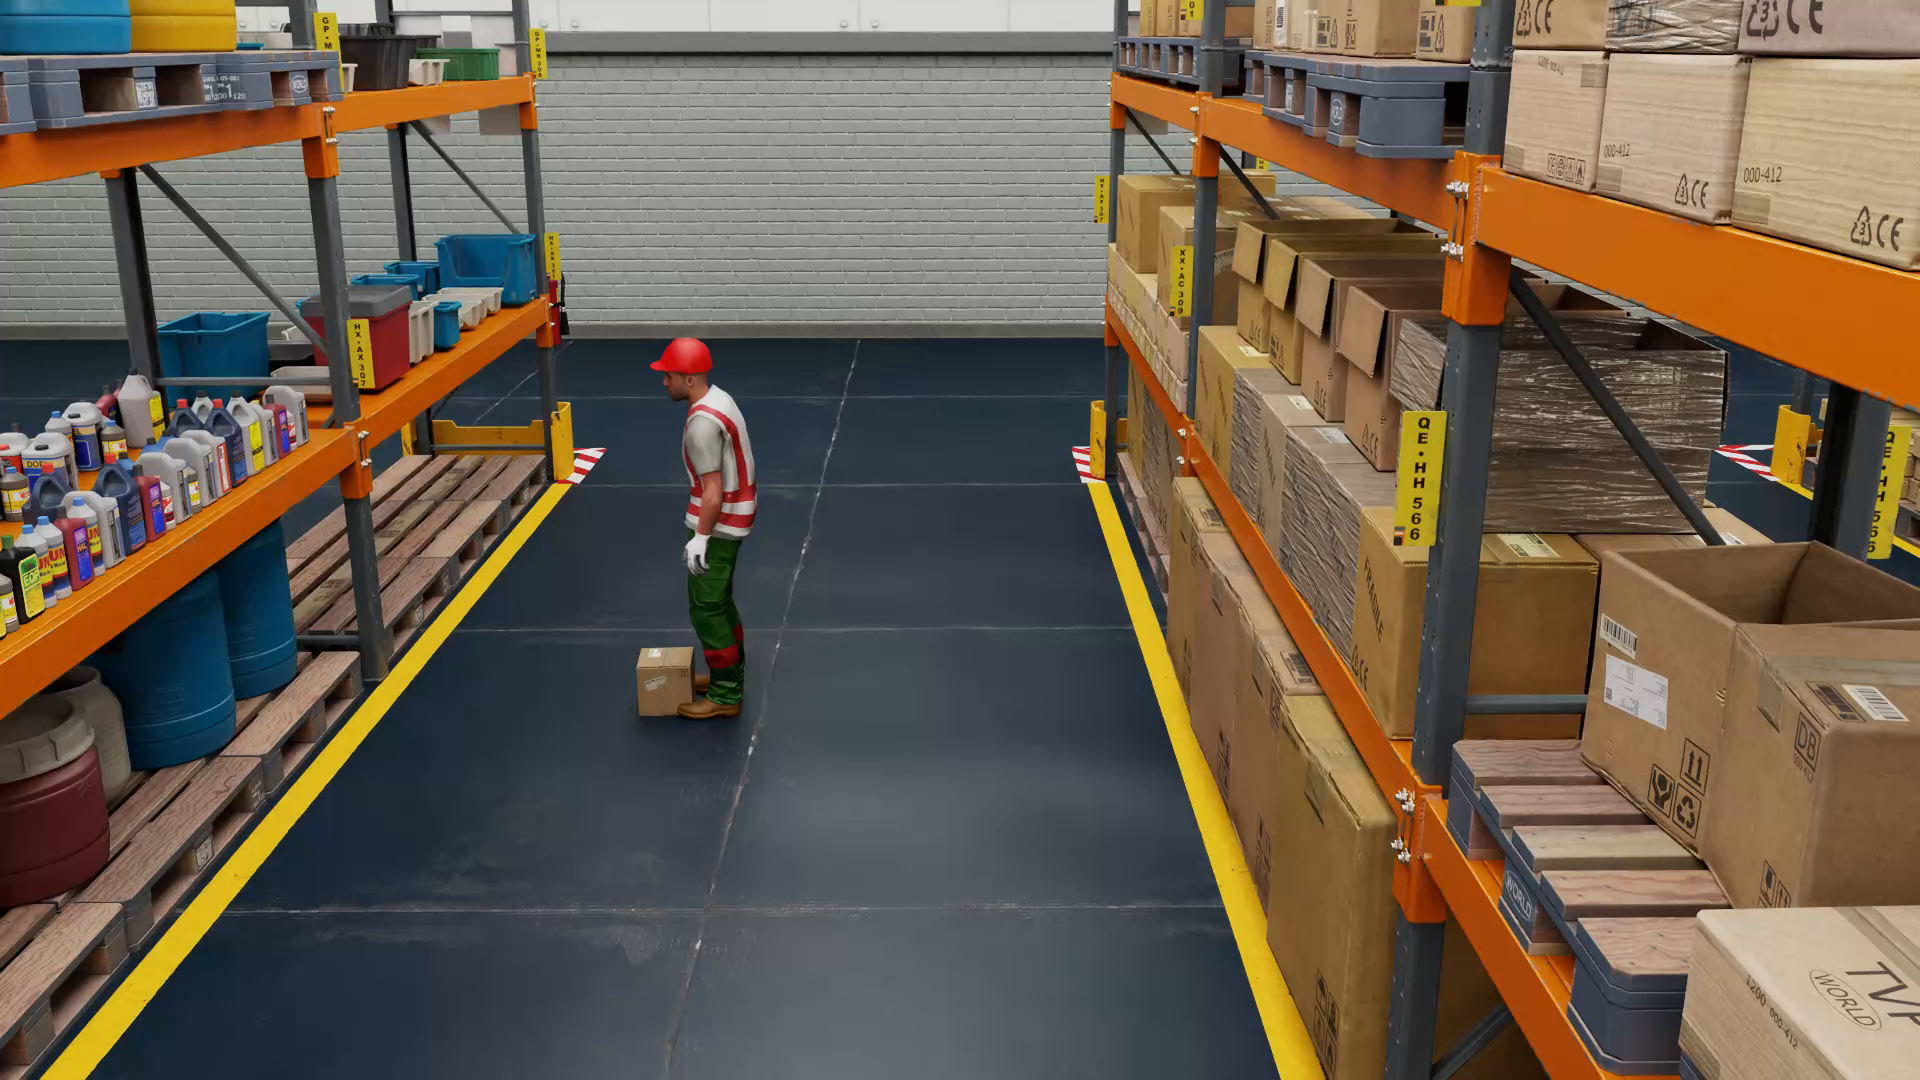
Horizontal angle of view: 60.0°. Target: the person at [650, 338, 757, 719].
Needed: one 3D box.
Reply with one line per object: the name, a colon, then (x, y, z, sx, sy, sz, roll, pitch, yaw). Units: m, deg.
person: (-1.167, -0.059, 7.713, 0.453, 1.778, 0.604, 0, 17, -1)
